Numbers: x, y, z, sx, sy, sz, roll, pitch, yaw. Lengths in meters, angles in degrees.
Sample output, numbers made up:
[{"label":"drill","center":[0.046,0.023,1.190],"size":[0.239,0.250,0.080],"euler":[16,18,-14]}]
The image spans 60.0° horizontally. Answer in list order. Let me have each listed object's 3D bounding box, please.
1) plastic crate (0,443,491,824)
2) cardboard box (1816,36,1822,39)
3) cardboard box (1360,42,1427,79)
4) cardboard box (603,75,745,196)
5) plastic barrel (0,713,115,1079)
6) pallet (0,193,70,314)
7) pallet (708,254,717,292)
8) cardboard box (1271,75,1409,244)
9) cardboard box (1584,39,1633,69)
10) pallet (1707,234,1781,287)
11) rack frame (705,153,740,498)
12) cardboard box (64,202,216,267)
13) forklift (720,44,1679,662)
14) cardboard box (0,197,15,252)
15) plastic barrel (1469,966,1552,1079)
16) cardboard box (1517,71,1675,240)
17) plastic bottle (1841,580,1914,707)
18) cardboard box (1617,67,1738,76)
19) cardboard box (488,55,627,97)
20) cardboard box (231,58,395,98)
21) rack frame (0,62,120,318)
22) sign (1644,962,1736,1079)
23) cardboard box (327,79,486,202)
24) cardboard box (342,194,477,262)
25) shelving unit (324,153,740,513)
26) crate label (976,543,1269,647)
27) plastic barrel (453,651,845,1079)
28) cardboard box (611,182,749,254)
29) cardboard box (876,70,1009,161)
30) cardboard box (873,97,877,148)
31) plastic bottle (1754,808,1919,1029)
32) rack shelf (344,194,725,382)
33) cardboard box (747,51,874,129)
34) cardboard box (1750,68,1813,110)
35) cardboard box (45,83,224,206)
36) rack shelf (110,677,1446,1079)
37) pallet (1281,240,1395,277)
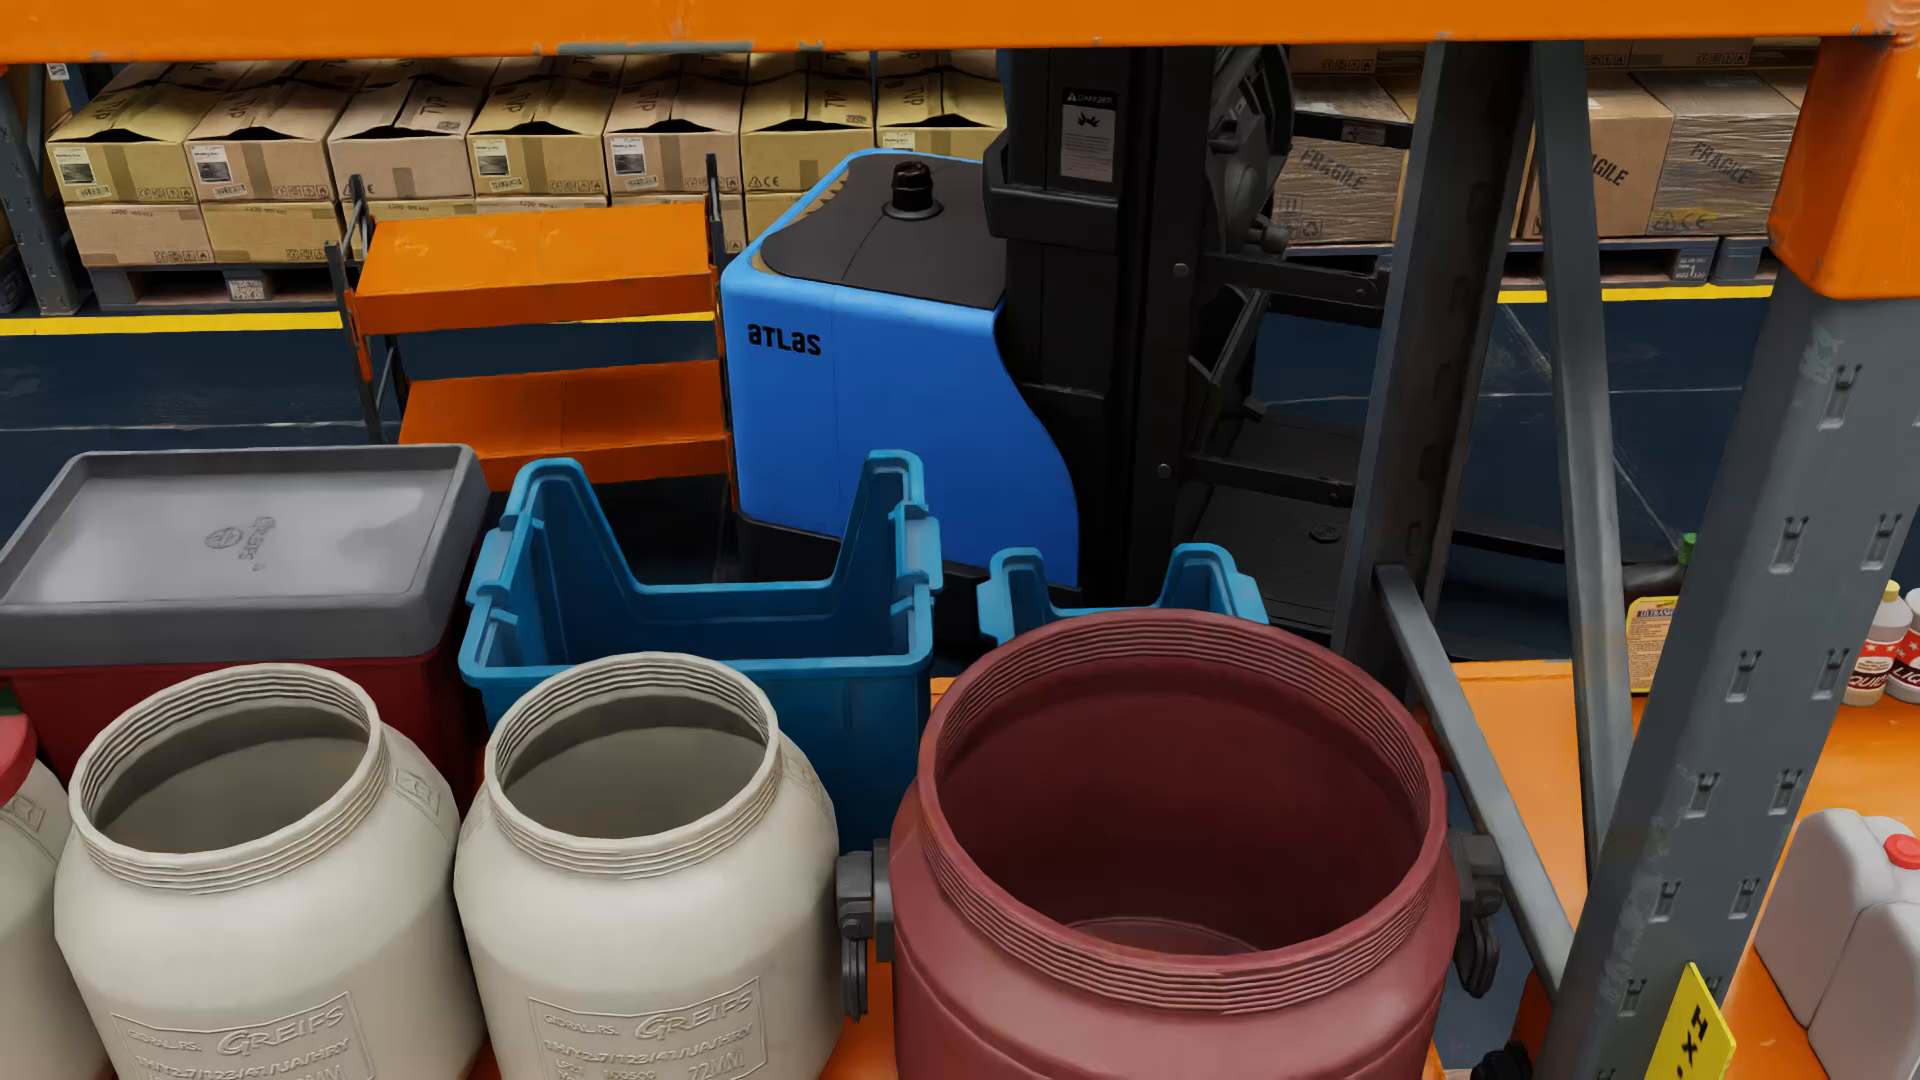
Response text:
[{"label":"plastic crate","center":[-0.956,0.164,2.321],"size":[0.583,0.464,0.402],"euler":[-2,35,-2]},{"label":"cardboard box","center":[3.942,-1.881,7.142],"size":[0.500,0.500,0.500],"euler":[-3,35,-4]},{"label":"cardboard box","center":[1.881,-1.820,7.054],"size":[0.500,0.500,0.500],"euler":[-3,35,-4]},{"label":"cardboard box","center":[-1.093,-1.584,6.457],"size":[0.500,0.311,0.500],"euler":[-2,35,-3]},{"label":"plastic barrel","center":[-1.192,0.440,1.858],"size":[0.433,0.535,0.433],"euler":[0,35,0]},{"label":"pallet","center":[-4.350,-1.243,6.860],"size":[1.213,0.211,1.003],"euler":[-2,35,-2]},{"label":"pallet","center":[-1.598,-1.317,6.967],"size":[1.213,0.211,1.003],"euler":[-2,35,-2]},{"label":"cardboard box","center":[1.432,-1.515,6.613],"size":[0.500,0.500,0.500],"euler":[-3,35,-4]},{"label":"cardboard box","center":[2.442,-2.149,6.870],"size":[0.500,0.250,0.500],"euler":[-2,35,-3]},{"label":"pallet","center":[3.626,-1.412,7.106],"size":[1.213,0.211,1.003],"euler":[-2,35,-2]},{"label":"rack frame","center":[-0.701,-0.545,5.049],"size":[0.032,1.125,0.500],"euler":[-5,35,-7]},{"label":"cardboard box","center":[-3.139,-1.299,6.538],"size":[0.500,0.250,0.500],"euler":[-2,35,-3]},{"label":"forklift","center":[0.917,-1.004,4.126],"size":[3.031,2.935,1.130],"euler":[12,36,16]},{"label":"cardboard box","center":[-4.007,-1.292,6.529],"size":[0.500,0.250,0.500],"euler":[-2,35,-2]},{"label":"plastic barrel","center":[1.160,1.018,2.681],"size":[0.708,0.830,0.600],"euler":[-2,35,-2]},{"label":"cardboard box","center":[2.455,-1.543,6.653],"size":[0.500,0.500,0.500],"euler":[-3,35,-4]},{"label":"plastic bottle","center":[1.403,0.150,2.571],"size":[0.097,0.201,0.097],"euler":[0,35,0]},{"label":"cardboard box","center":[2.910,-1.851,7.099],"size":[0.500,0.500,0.500],"euler":[-1,35,-2]},{"label":"cardboard box","center":[-1.643,-1.875,6.877],"size":[0.500,0.311,0.500],"euler":[-2,35,-3]},{"label":"cardboard box","center":[-2.644,-1.851,6.843],"size":[0.500,0.311,0.500],"euler":[-1,35,-1]},{"label":"rack frame","center":[-3.554,-2.387,6.063],"size":[0.127,3.000,1.000],"euler":[-2,35,-2]},{"label":"sign","center":[0.705,0.566,1.652],"size":[0.005,0.325,0.100],"euler":[-2,35,-2]},{"label":"cardboard box","center":[-2.112,-1.554,6.414],"size":[0.500,0.311,0.500],"euler":[-3,35,-4]},{"label":"cardboard box","center":[-2.112,-1.328,6.580],"size":[0.500,0.250,0.500],"euler":[-3,35,-4]},{"label":"shelving unit","center":[-1.204,-0.500,4.984],"size":[1.048,1.125,0.538],"euler":[-5,35,-7]},{"label":"crate label","center":[0.234,0.188,2.489],"size":[0.416,0.233,0.303],"euler":[-2,35,-2]},{"label":"plastic barrel","center":[-0.345,0.424,1.903],"size":[0.421,0.512,0.421],"euler":[0,35,0]},{"label":"cardboard box","center":[-1.090,-1.356,6.621],"size":[0.500,0.250,0.500],"euler":[-1,35,-1]},{"label":"cardboard box","center":[-0.070,-1.613,6.500],"size":[0.500,0.311,0.500],"euler":[-1,35,-1]},{"label":"cardboard box","center":[-0.598,-1.676,7.082],"size":[0.500,0.250,0.500],"euler":[-2,35,-4]},{"label":"plastic bottle","center":[1.113,0.458,2.062],"size":[0.135,0.276,0.152],"euler":[-2,35,-2]},{"label":"rack shelf","center":[-1.203,-0.741,4.817],"size":[1.000,0.278,0.538],"euler":[-5,35,-7]},{"label":"cardboard box","center":[-0.620,-1.901,6.916],"size":[0.500,0.311,0.500],"euler":[-2,35,-3]},{"label":"cardboard box","center":[3.463,-1.571,6.694],"size":[0.500,0.500,0.500],"euler":[-1,35,-2]},{"label":"cardboard box","center":[-3.129,-1.529,6.378],"size":[0.500,0.311,0.500],"euler":[-1,35,-2]},{"label":"rack shelf","center":[-1.326,0.671,2.277],"size":[4.000,0.370,1.077],"euler":[-2,35,-2]},{"label":"pallet","center":[1.189,-1.347,7.011],"size":[1.213,0.211,1.003],"euler":[-2,35,-2]}]
